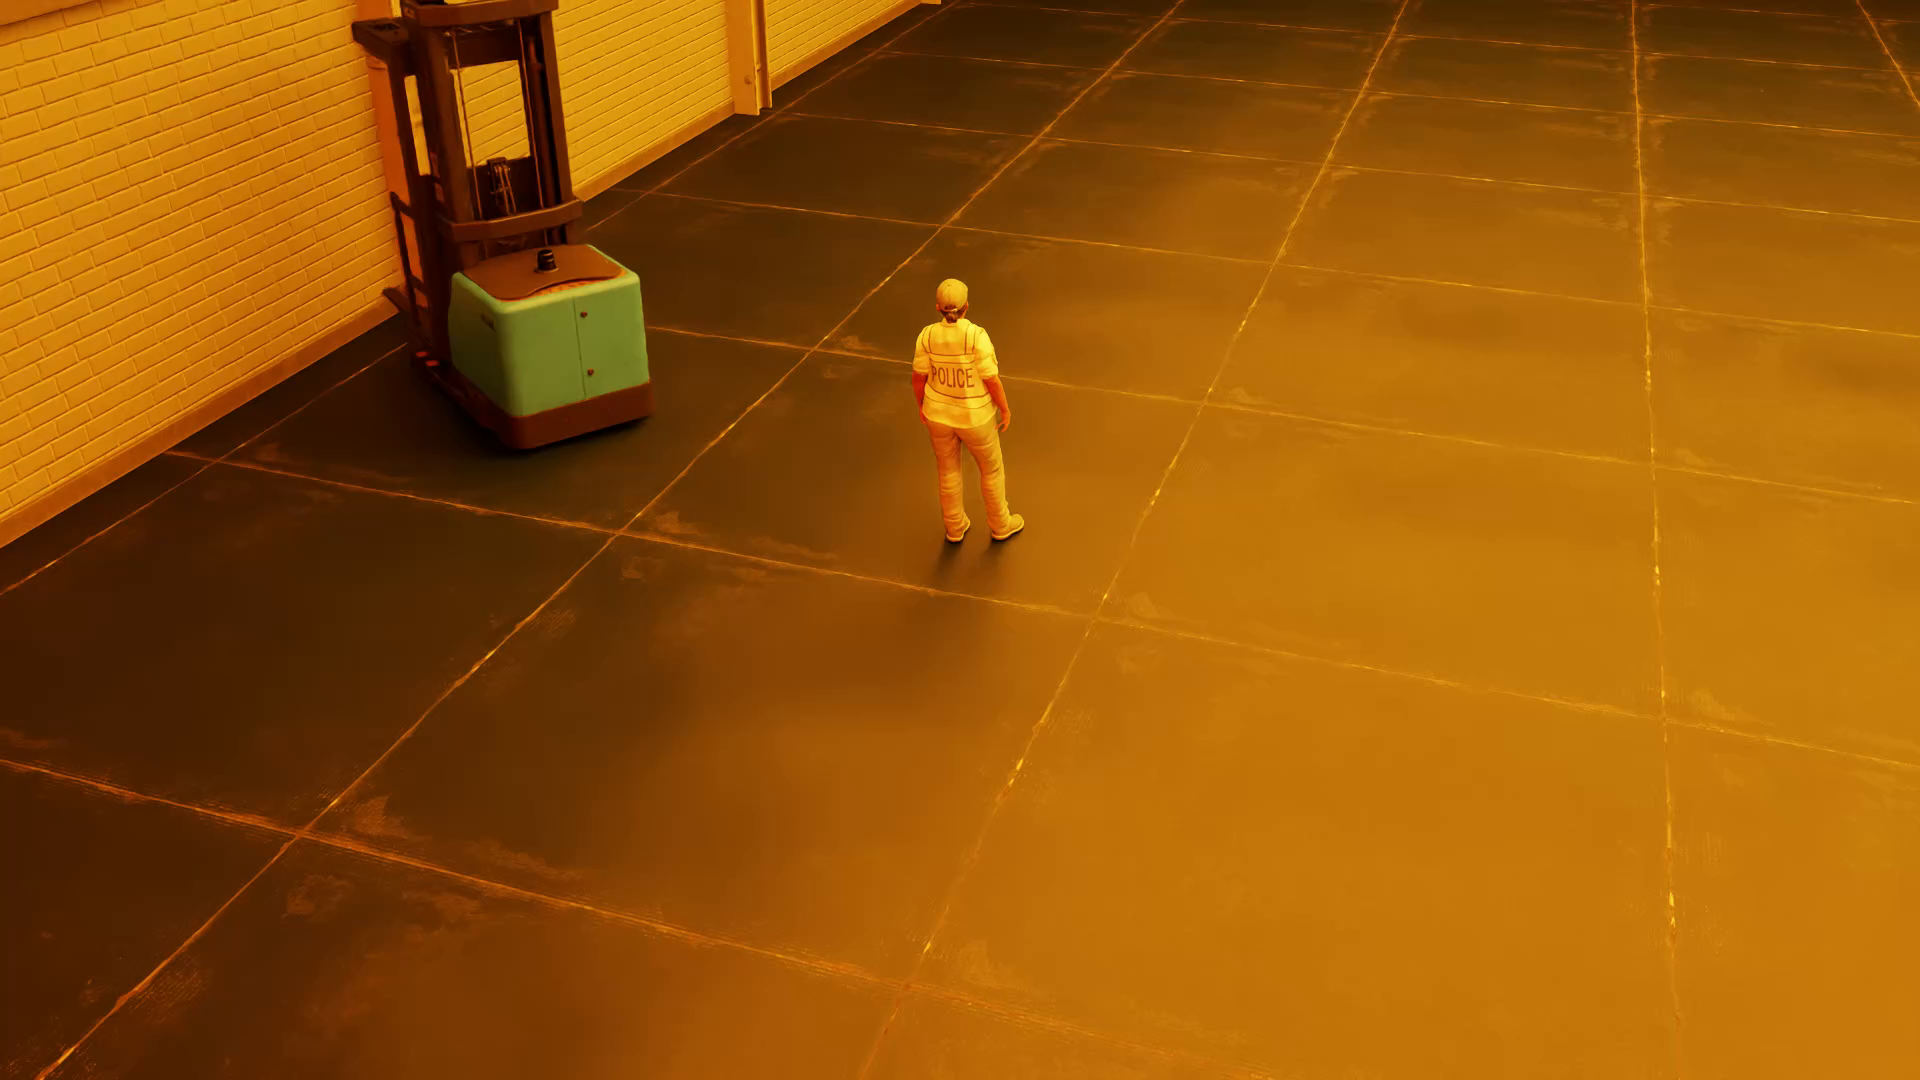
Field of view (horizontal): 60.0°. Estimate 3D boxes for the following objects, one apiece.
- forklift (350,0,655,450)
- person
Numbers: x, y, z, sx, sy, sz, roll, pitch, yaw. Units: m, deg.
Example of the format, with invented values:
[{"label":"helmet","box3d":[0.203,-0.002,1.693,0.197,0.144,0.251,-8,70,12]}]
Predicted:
[{"label":"forklift","box3d":[-3.389,-2.546,11.602,1.130,2.935,3.031,-20,35,-31]},{"label":"person","box3d":[0.053,-0.761,9.735,0.585,1.670,0.529,10,31,16]}]
